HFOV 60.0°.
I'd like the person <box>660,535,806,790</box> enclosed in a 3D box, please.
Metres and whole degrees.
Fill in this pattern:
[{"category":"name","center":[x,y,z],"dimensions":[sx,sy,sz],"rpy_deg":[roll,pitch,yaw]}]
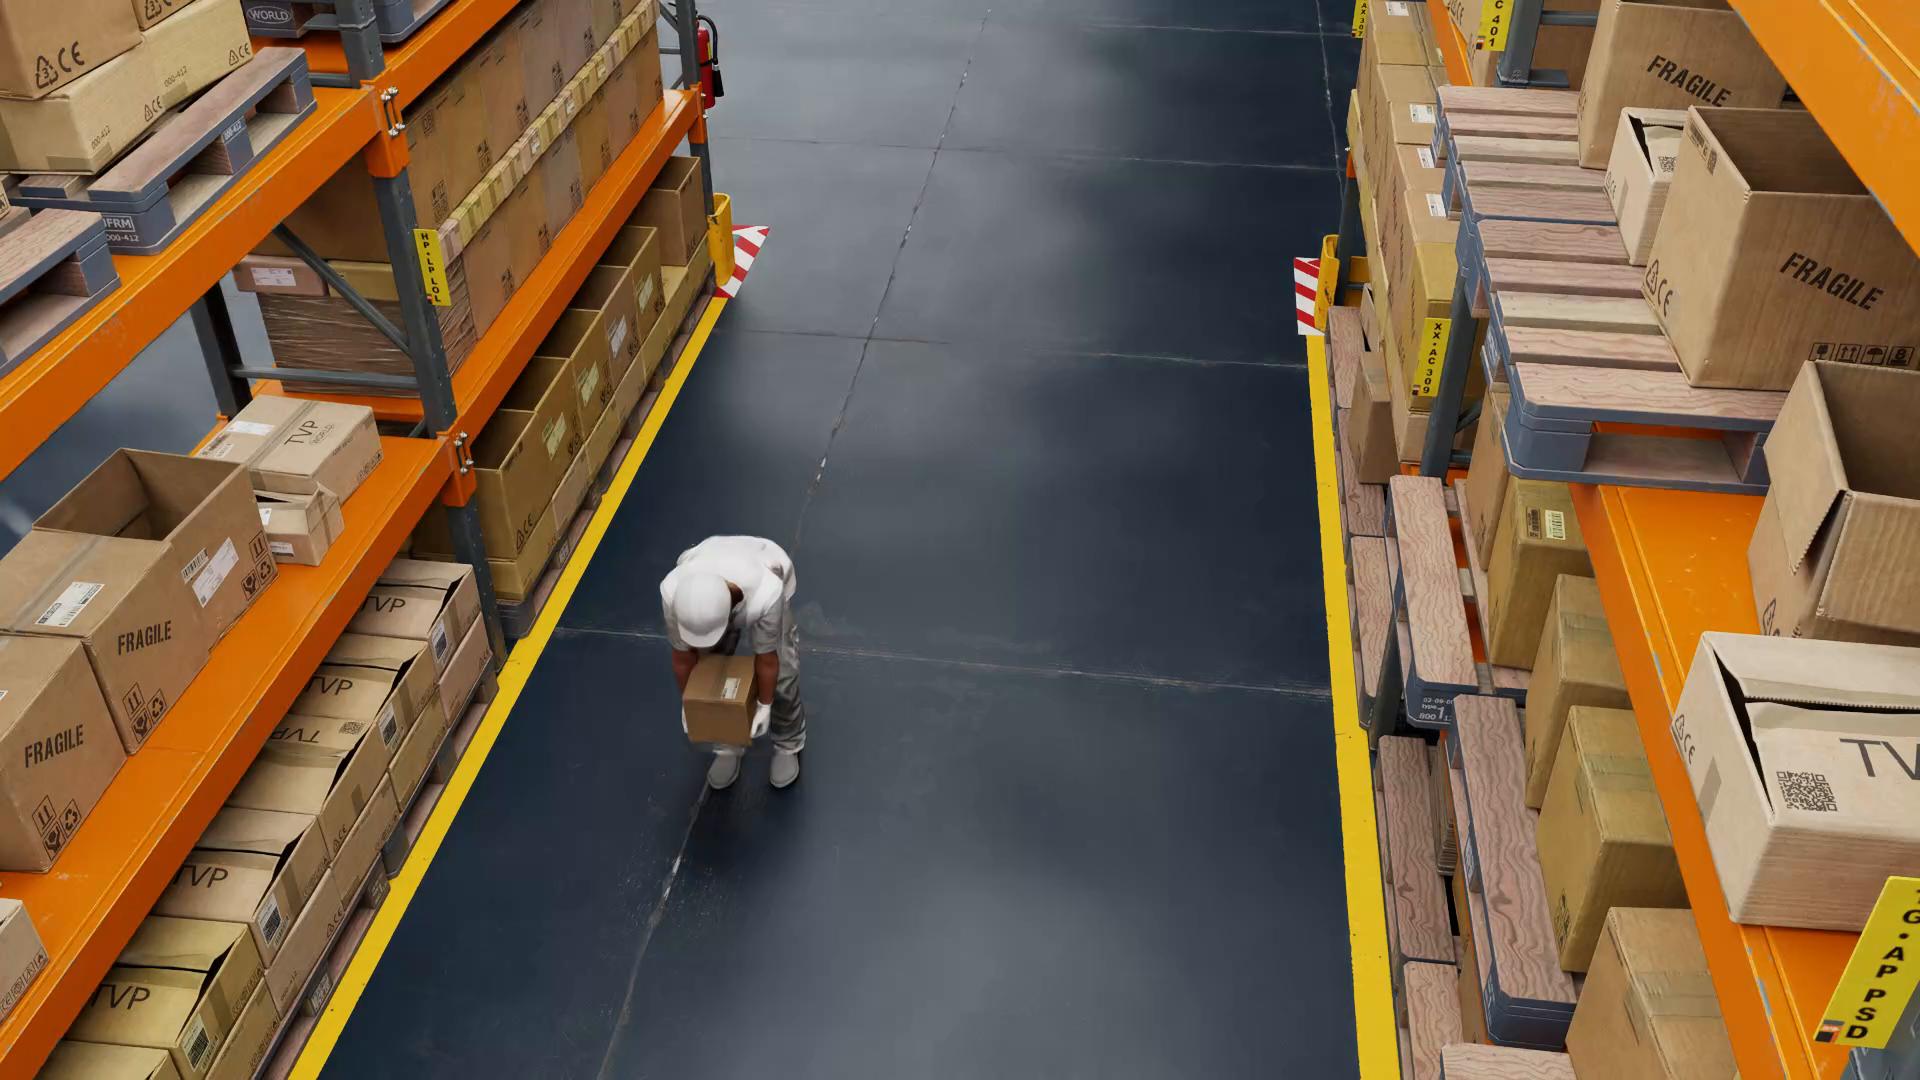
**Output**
[{"category":"person","center":[-0.901,0.510,6.641],"dimensions":[0.473,1.401,0.903],"rpy_deg":[4,36,5]}]
